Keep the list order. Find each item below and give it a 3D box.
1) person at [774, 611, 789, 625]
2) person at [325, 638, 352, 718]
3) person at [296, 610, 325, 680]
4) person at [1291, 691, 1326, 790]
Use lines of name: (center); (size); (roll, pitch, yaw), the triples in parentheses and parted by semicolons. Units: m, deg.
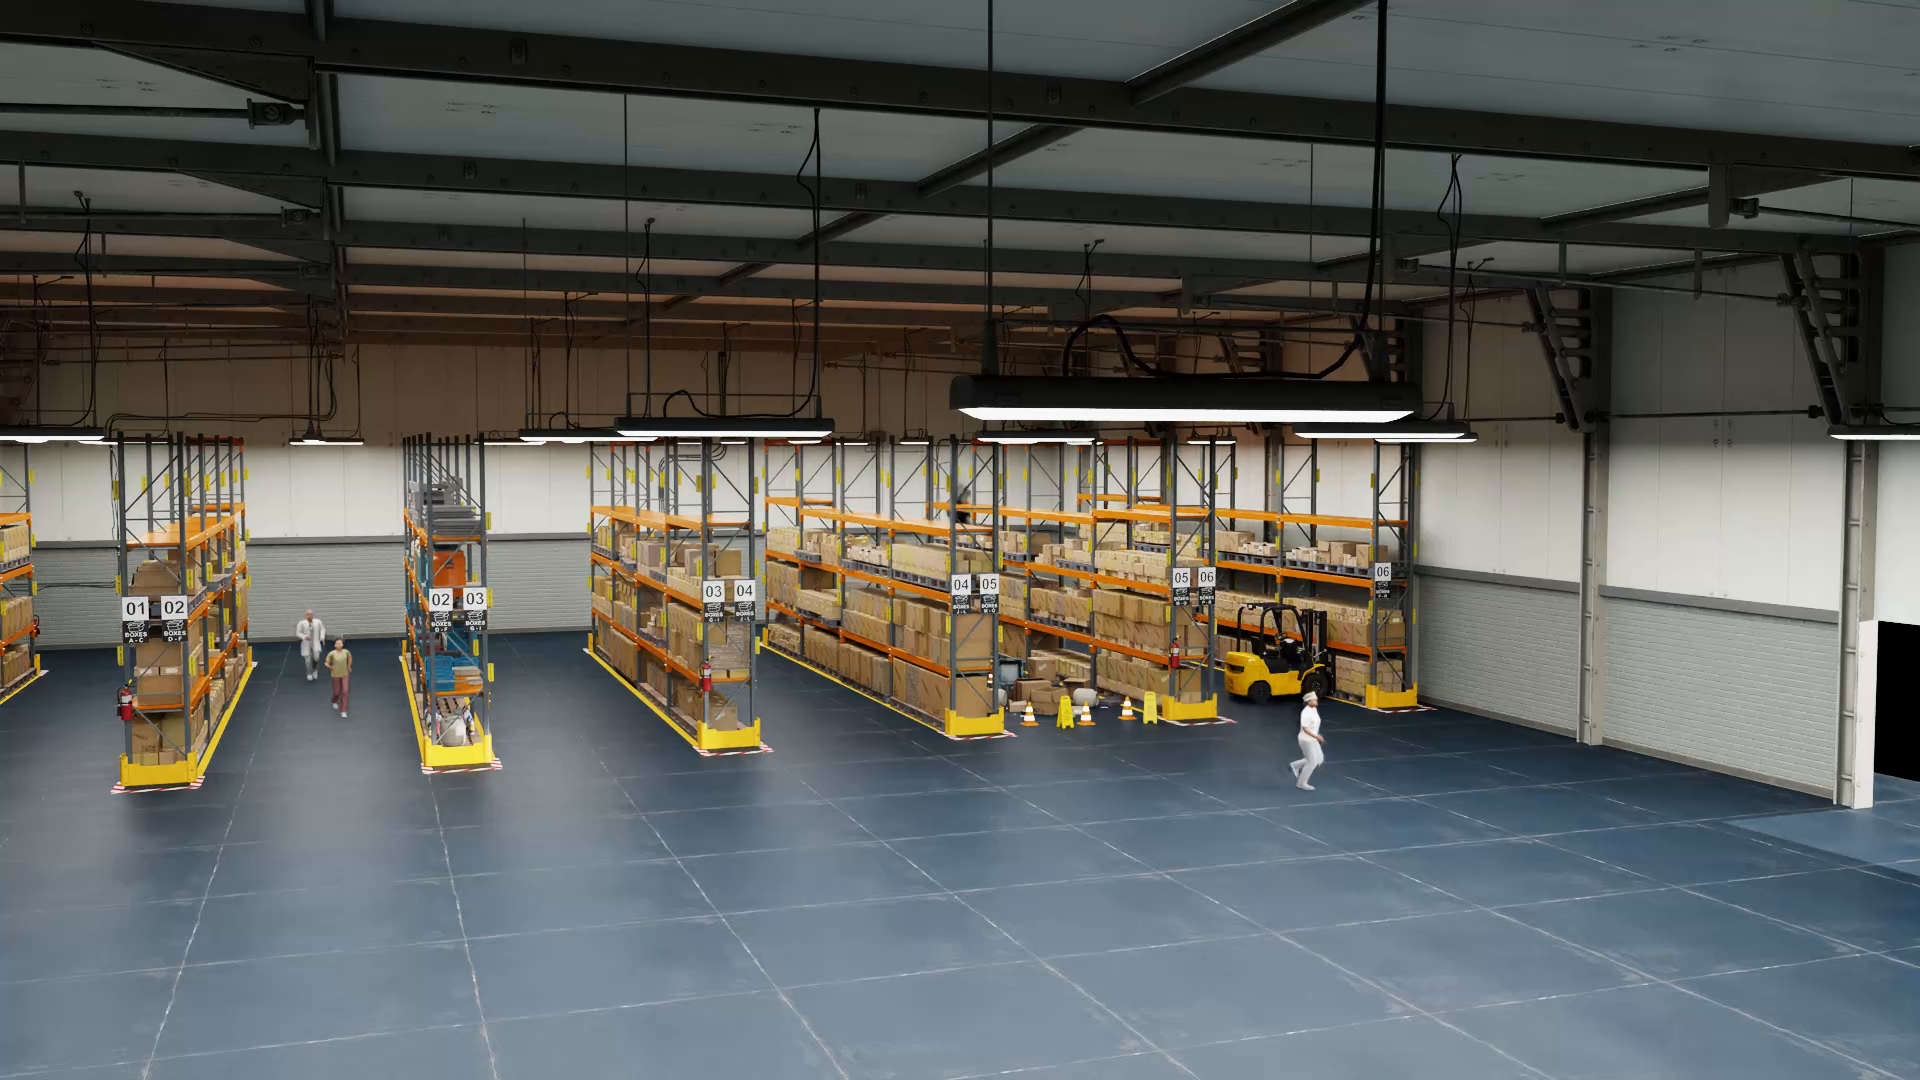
person: (-5.246, 2.128, 49.762); (0.841, 1.748, 0.667); (-1, 3, -19)
person: (-13.260, 2.925, 35.539); (0.579, 1.672, 0.922); (-2, 4, -31)
person: (-15.932, 2.579, 40.830); (0.680, 1.737, 0.784); (-2, 4, -27)
person: (5.858, 3.353, 27.921); (0.631, 1.664, 0.589); (2, 4, 28)
